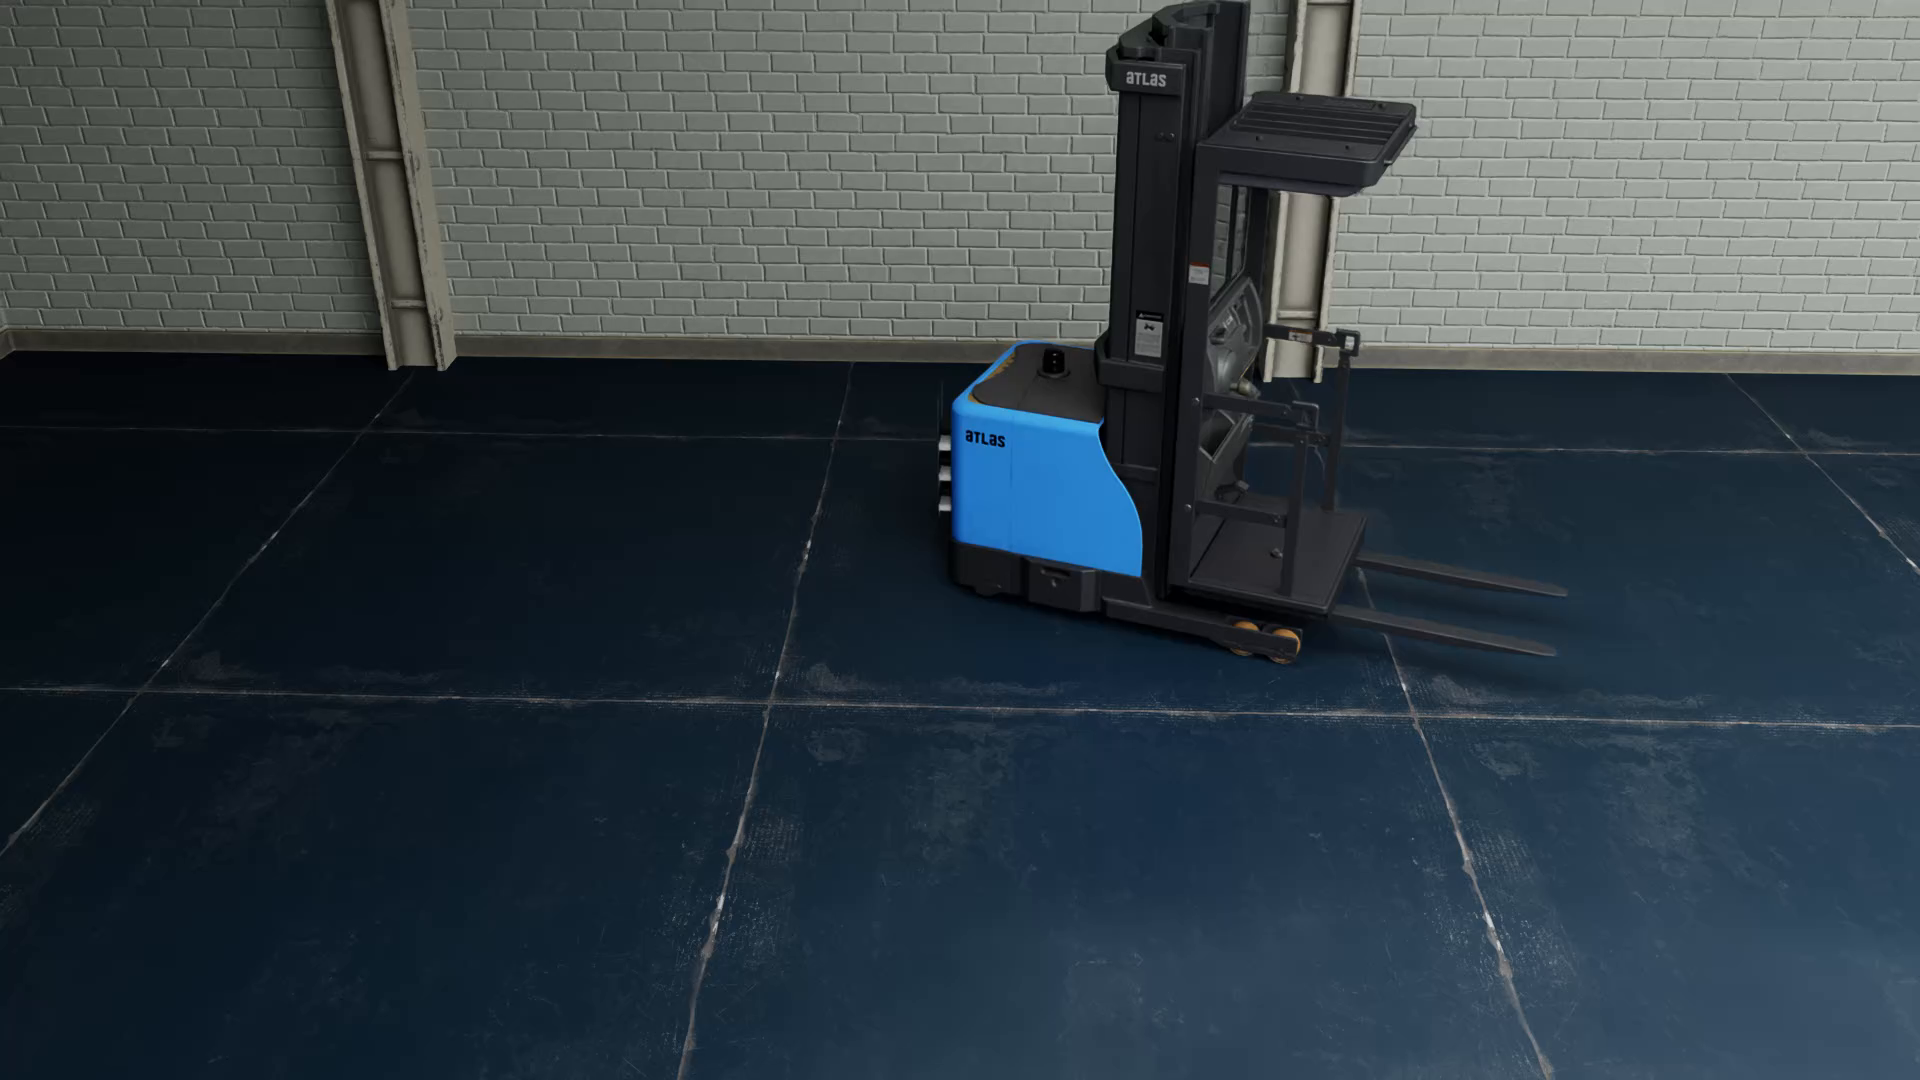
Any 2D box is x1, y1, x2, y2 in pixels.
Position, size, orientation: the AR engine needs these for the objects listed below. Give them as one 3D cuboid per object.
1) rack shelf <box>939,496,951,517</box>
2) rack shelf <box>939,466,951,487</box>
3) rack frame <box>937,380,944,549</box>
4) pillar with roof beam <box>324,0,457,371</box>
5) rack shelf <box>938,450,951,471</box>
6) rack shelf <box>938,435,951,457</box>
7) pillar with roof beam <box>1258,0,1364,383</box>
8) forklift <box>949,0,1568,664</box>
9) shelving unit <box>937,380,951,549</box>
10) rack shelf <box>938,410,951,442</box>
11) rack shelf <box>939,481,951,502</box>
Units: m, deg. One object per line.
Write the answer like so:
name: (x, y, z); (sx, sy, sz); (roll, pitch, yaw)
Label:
rack shelf: (-0.004, -0.213, 9.146); (0.200, 0.077, 0.258); (3, 28, 5)
rack shelf: (-0.004, -0.372, 9.062); (0.200, 0.077, 0.258); (3, 28, 5)
rack frame: (-0.105, -0.406, 9.055); (0.006, 0.900, 0.240); (3, 28, 5)
pillar with roof beam: (-3.892, -3.201, 5.680); (0.400, 9.000, 9.100); (1, 28, 2)
rack shelf: (-0.004, -0.452, 9.020); (0.200, 0.077, 0.258); (3, 28, 5)
rack shelf: (-0.004, -0.531, 8.978); (0.200, 0.077, 0.258); (3, 28, 5)
pillar with roof beam: (2.105, -3.102, 5.493); (0.400, 9.000, 9.100); (1, 28, 2)
forklift: (1.508, -0.975, 7.959); (3.031, 2.935, 1.130); (11, 30, 20)
shelving unit: (-0.004, -0.401, 9.046); (0.210, 0.900, 0.258); (3, 28, 5)
rack shelf: (-0.004, -0.611, 8.936); (0.200, 0.077, 0.258); (3, 28, 5)
rack shelf: (-0.004, -0.292, 9.104); (0.200, 0.077, 0.258); (3, 28, 5)
